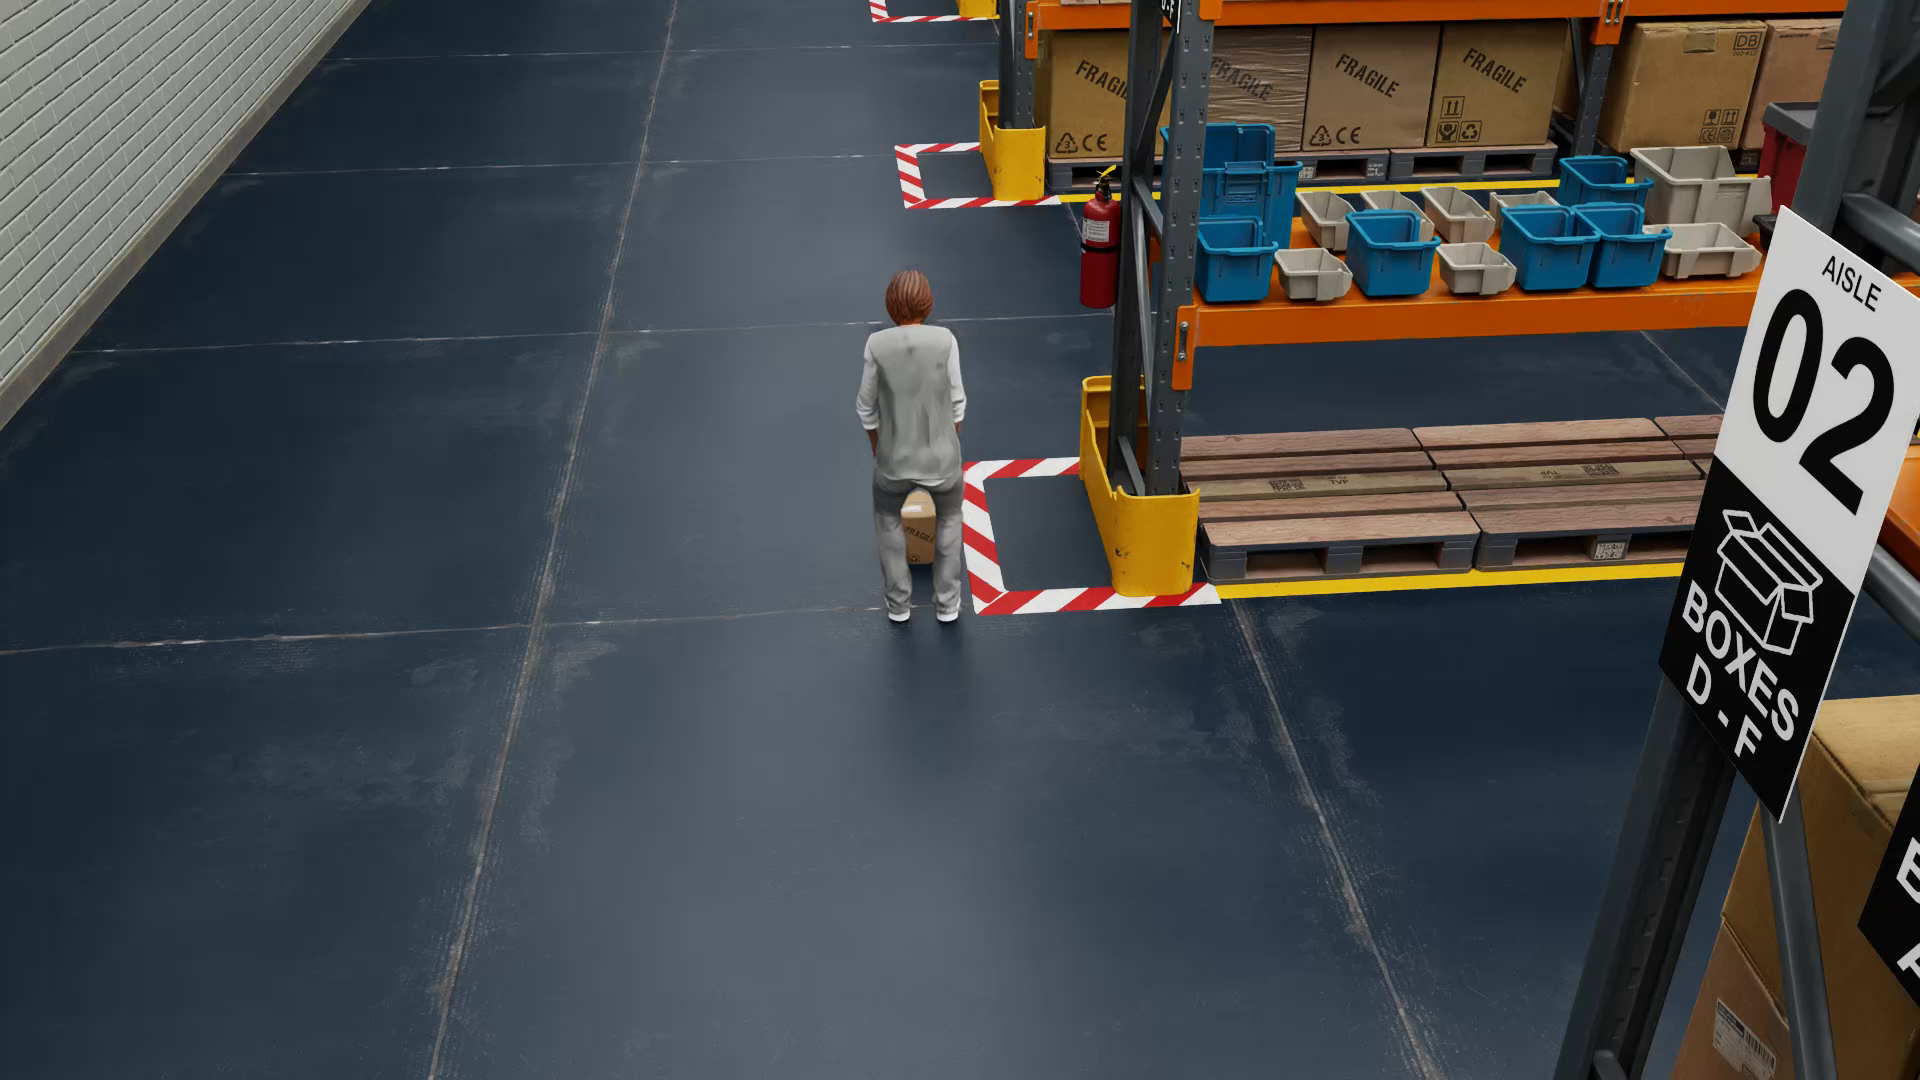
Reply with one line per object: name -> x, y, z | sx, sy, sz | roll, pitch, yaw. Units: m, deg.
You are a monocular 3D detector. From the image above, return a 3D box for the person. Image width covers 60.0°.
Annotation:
person -> -0.192, -0.347, 6.828 | 0.427, 1.483, 0.445 | 0, 32, 0
